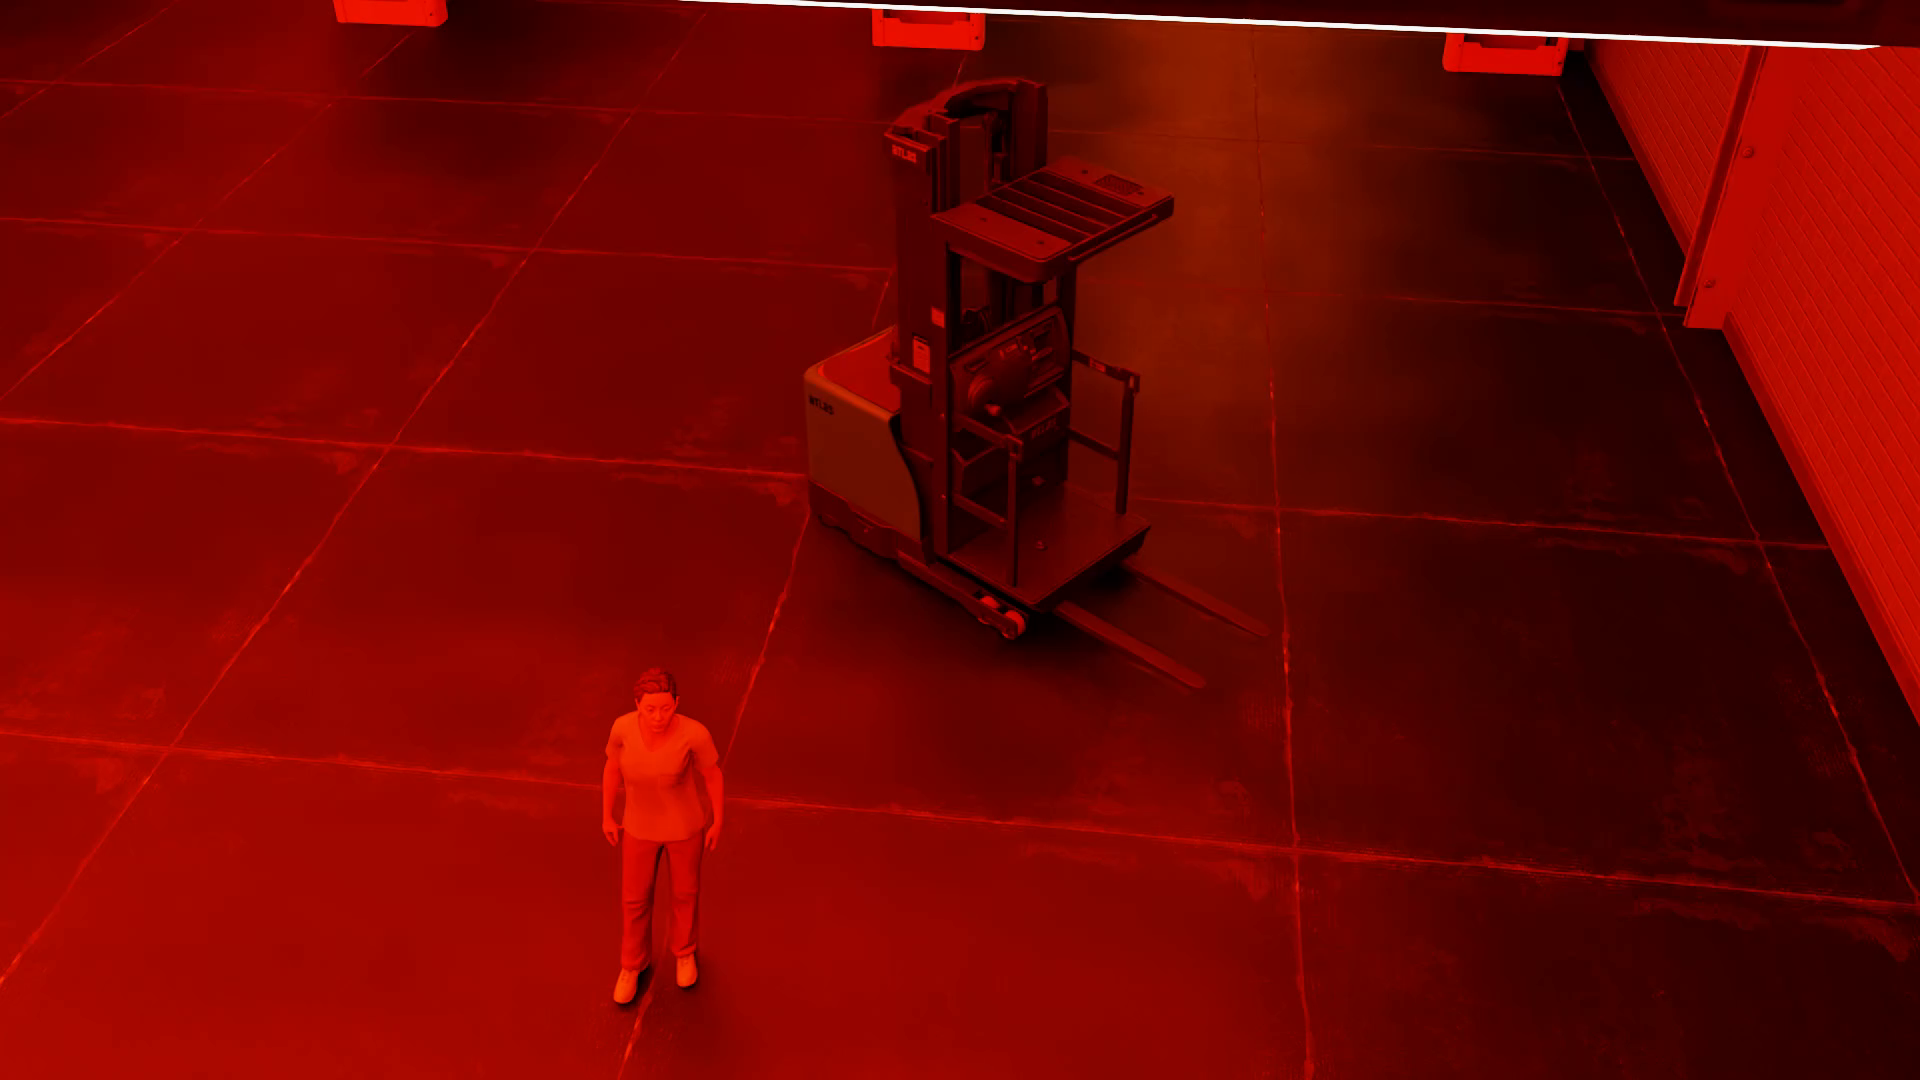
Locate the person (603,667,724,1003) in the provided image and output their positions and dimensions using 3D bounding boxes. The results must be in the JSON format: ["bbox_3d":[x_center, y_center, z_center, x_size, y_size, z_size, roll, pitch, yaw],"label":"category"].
[{"bbox_3d":[-1.311,1.304,7.311,0.547,1.677,0.543,1,36,1],"label":"person"}]

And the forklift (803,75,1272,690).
[{"bbox_3d":[0.443,-0.952,9.322,3.031,2.935,1.130,29,45,34],"label":"forklift"}]
